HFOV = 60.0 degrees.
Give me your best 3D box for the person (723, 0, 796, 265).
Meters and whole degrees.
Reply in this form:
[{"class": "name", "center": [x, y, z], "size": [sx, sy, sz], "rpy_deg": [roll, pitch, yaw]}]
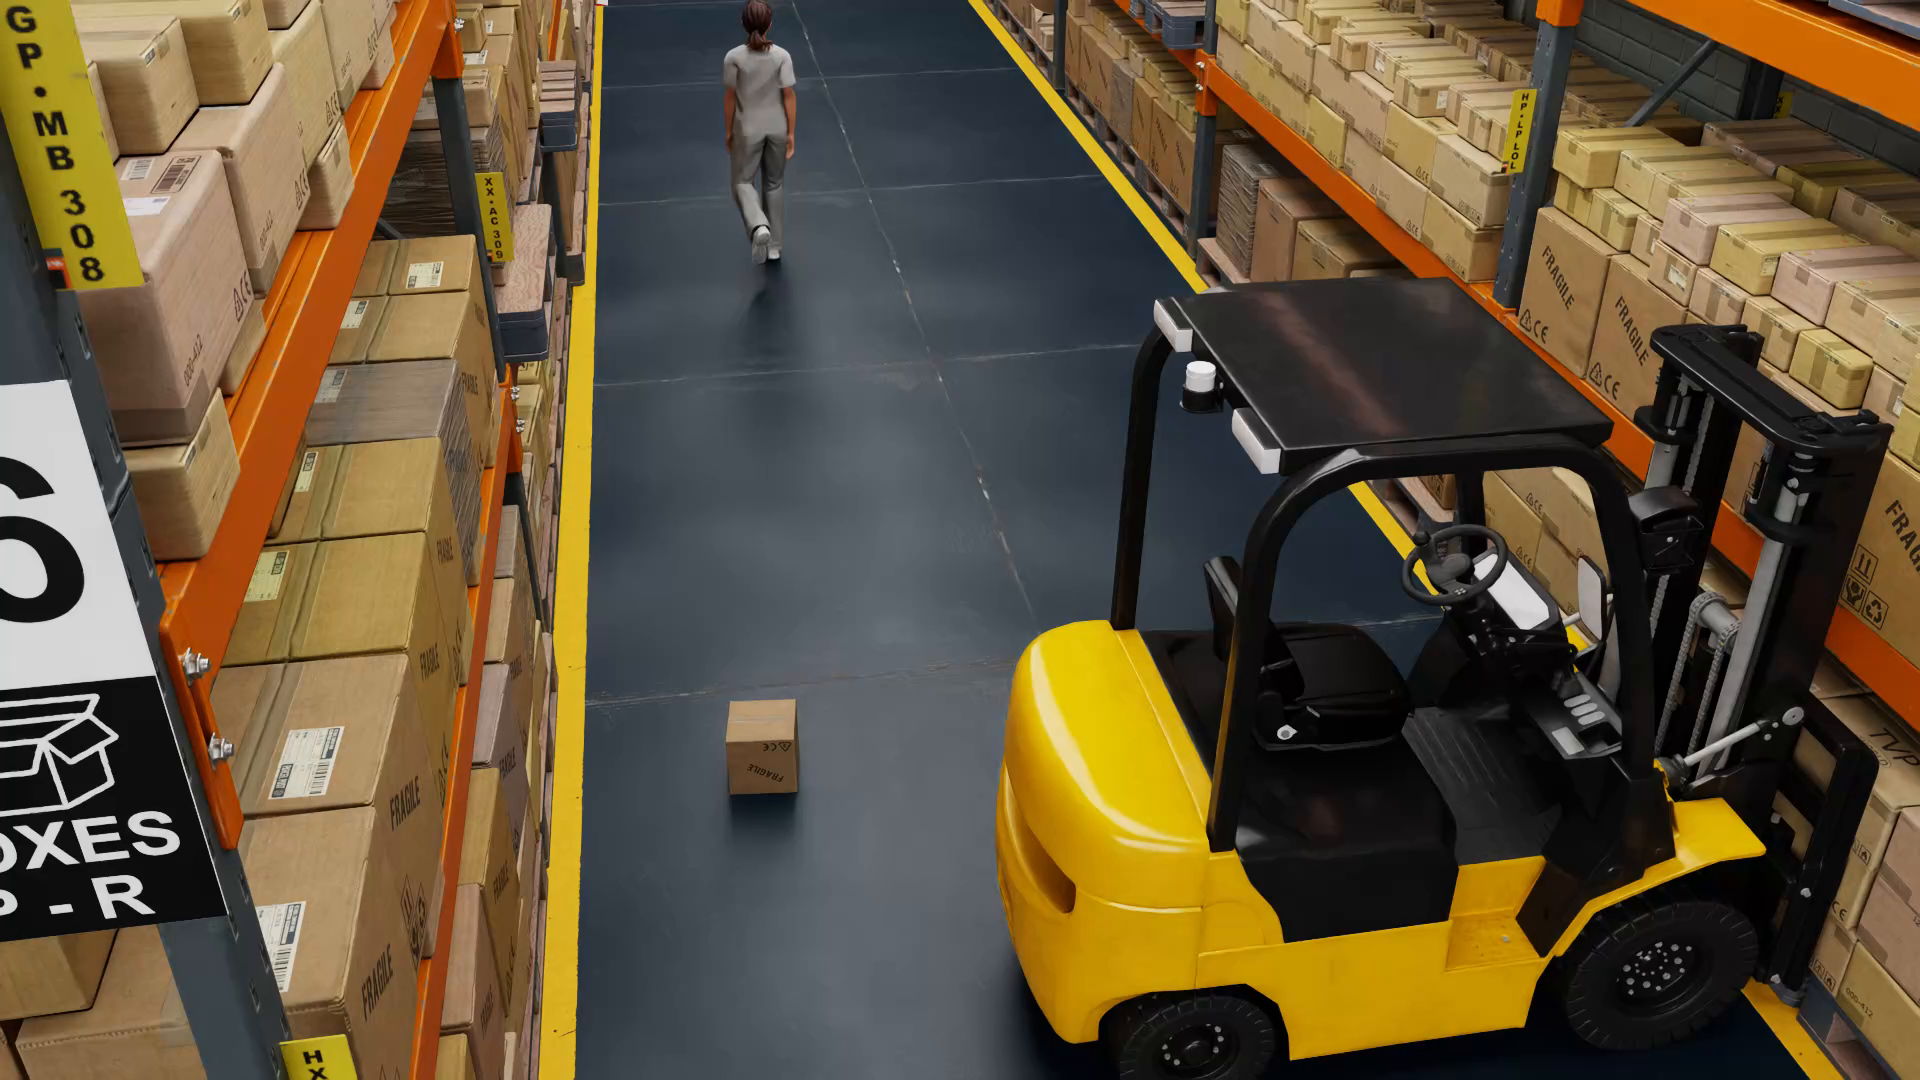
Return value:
[{"class": "person", "center": [-1.223, -2.500, 10.293], "size": [0.445, 1.653, 0.667], "rpy_deg": [-8, 32, -14]}]
